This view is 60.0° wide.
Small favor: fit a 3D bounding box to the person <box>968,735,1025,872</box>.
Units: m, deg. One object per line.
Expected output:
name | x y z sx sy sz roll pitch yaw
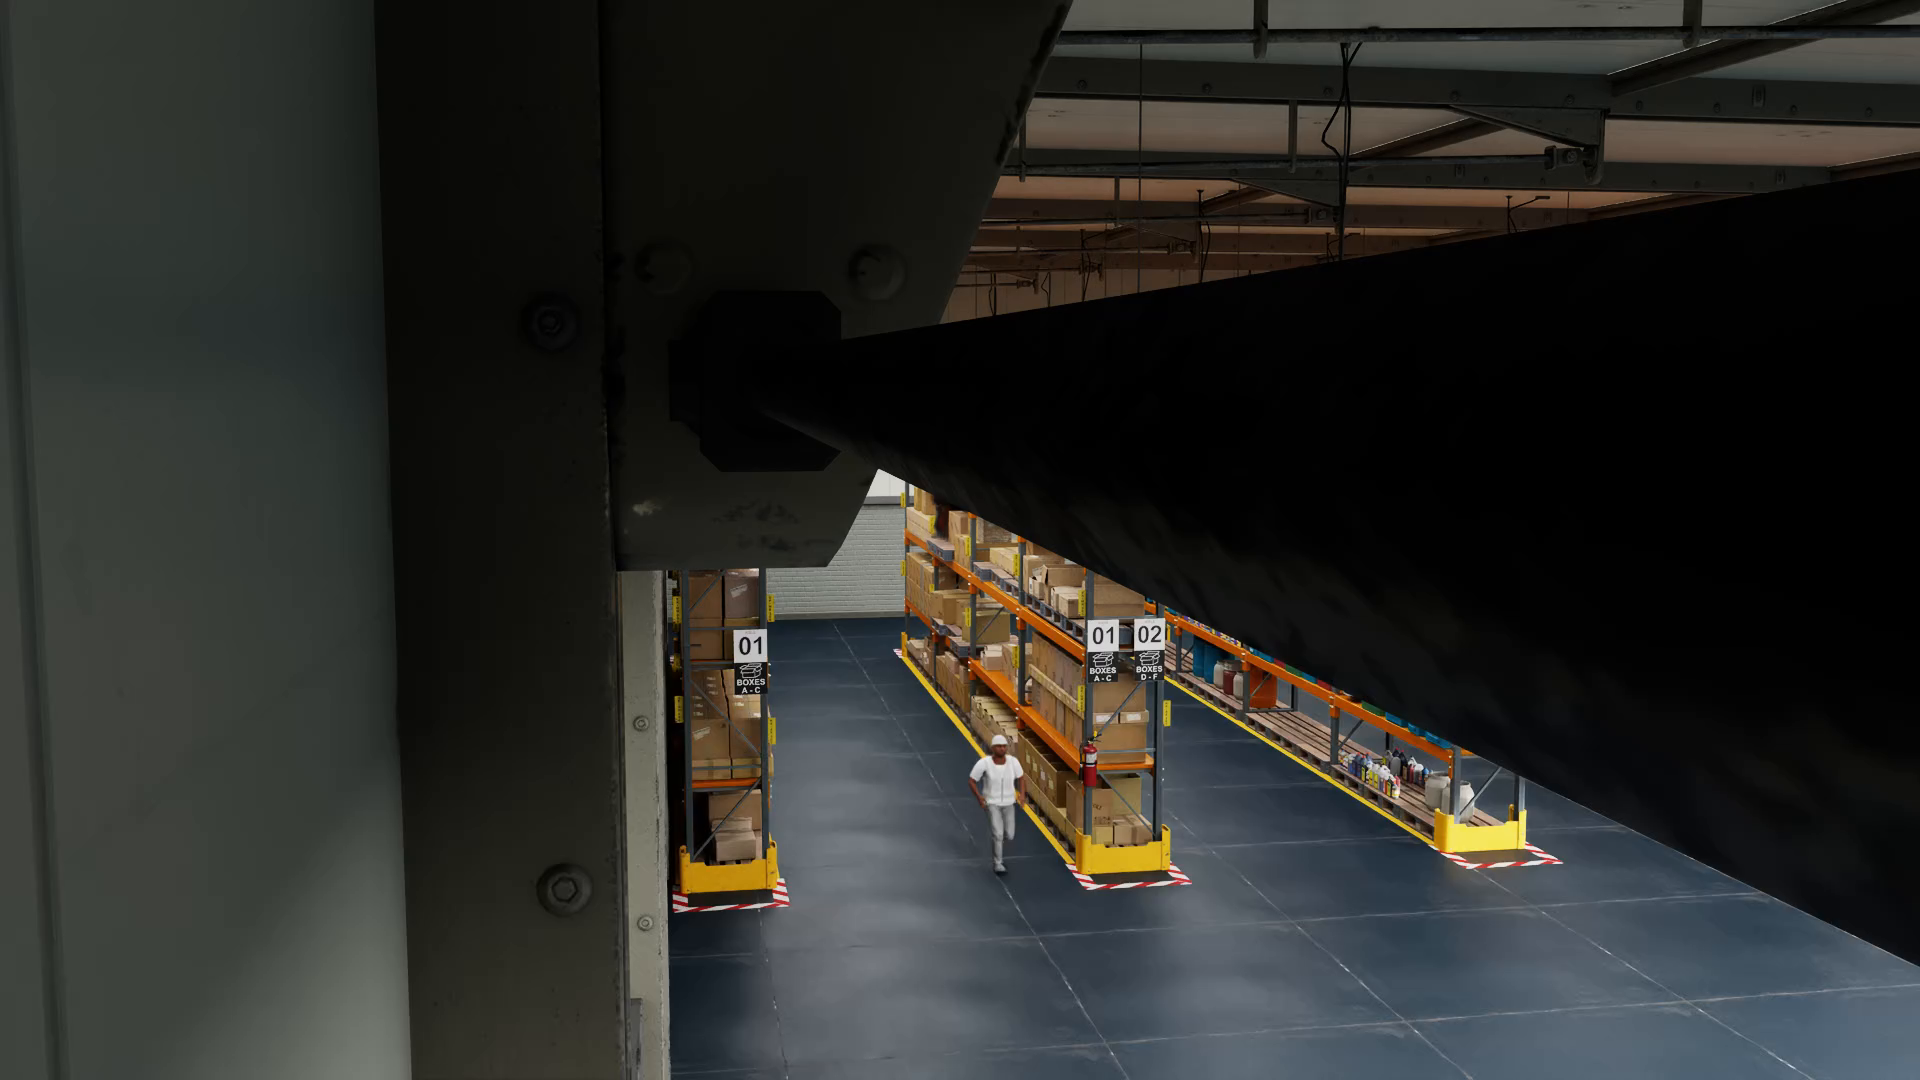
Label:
person | 0.470 3.298 21.021 0.737 1.717 0.706 -2 6 -18
